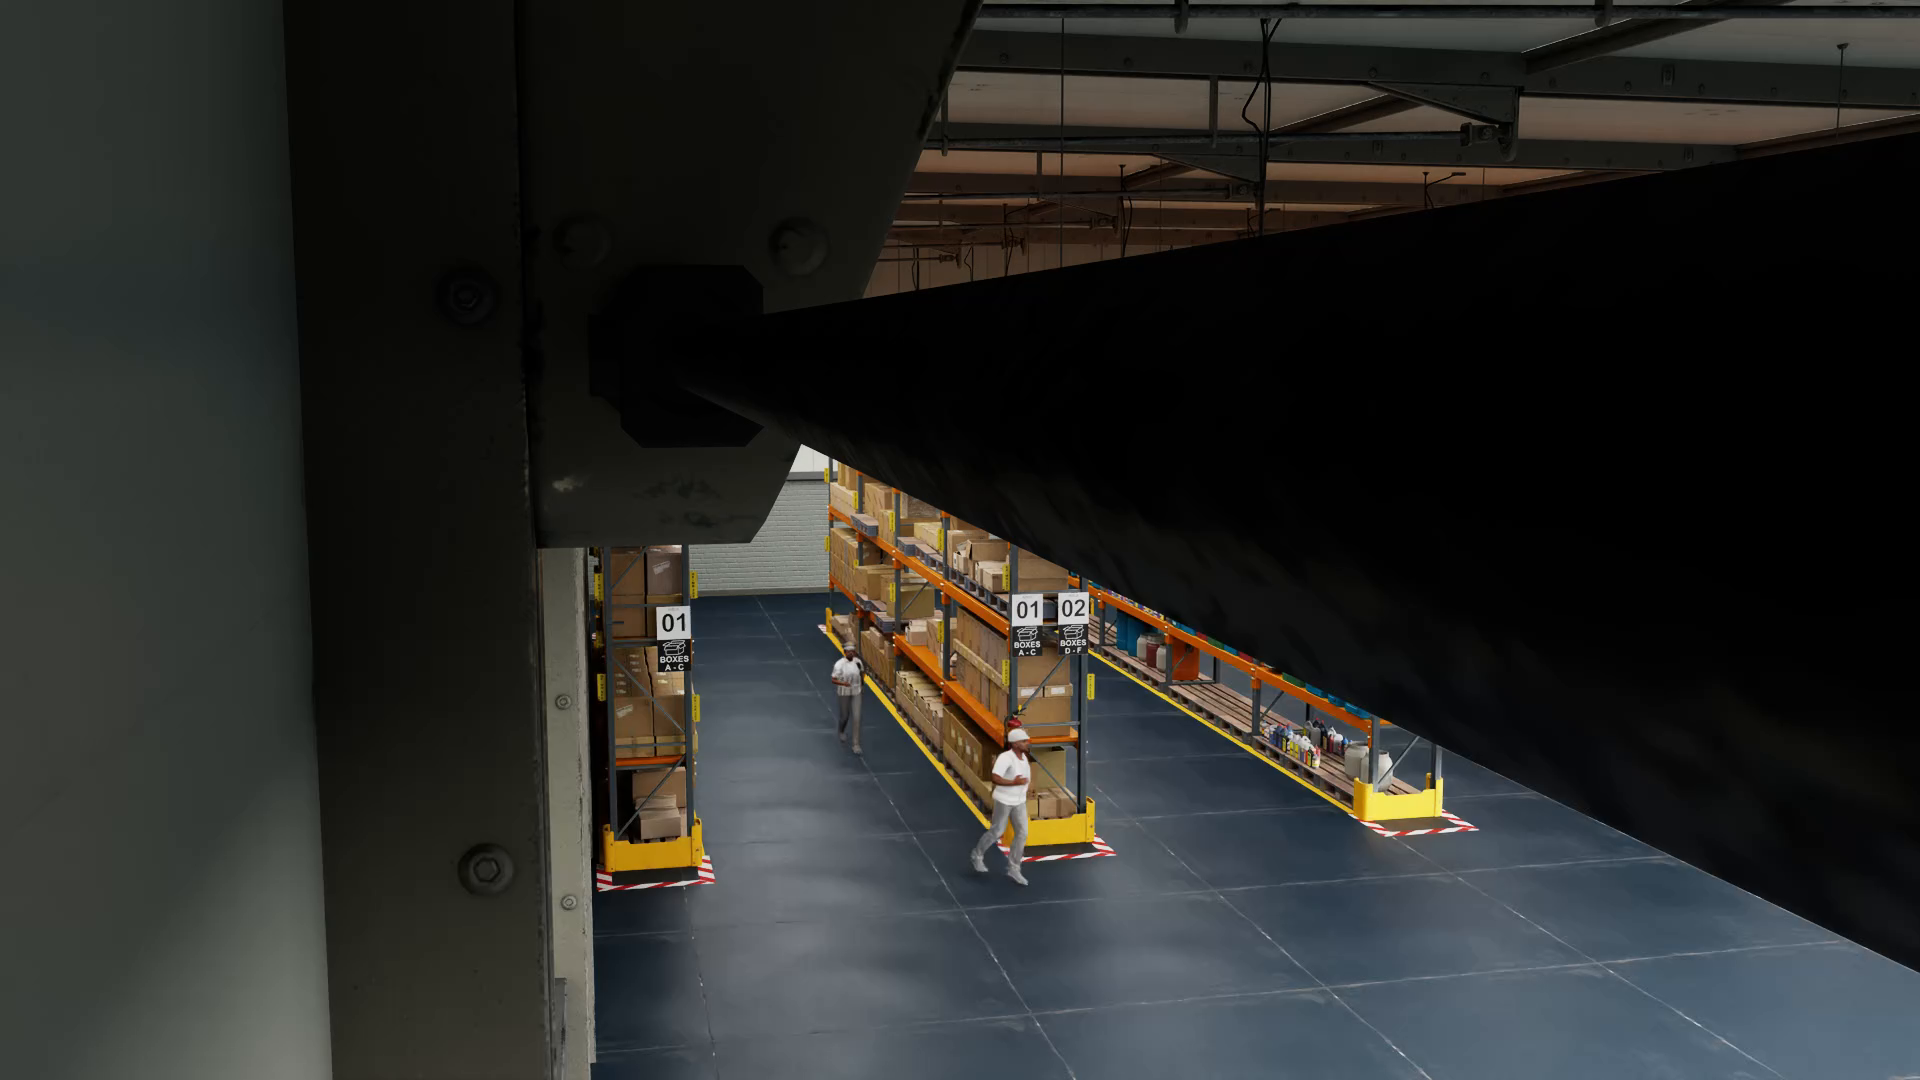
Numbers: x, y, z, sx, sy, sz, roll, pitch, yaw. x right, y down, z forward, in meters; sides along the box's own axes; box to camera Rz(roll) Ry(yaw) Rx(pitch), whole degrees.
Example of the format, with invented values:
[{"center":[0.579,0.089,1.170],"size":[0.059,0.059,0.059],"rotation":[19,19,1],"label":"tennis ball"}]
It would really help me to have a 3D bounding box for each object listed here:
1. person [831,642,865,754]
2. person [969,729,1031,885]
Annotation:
[{"center":[-1.710,2.399,25.791],"size":[0.586,1.685,0.891],"rotation":[-2,7,-17],"label":"person"},{"center":[0.608,3.123,19.776],"size":[0.845,1.761,0.704],"rotation":[6,9,43],"label":"person"}]
